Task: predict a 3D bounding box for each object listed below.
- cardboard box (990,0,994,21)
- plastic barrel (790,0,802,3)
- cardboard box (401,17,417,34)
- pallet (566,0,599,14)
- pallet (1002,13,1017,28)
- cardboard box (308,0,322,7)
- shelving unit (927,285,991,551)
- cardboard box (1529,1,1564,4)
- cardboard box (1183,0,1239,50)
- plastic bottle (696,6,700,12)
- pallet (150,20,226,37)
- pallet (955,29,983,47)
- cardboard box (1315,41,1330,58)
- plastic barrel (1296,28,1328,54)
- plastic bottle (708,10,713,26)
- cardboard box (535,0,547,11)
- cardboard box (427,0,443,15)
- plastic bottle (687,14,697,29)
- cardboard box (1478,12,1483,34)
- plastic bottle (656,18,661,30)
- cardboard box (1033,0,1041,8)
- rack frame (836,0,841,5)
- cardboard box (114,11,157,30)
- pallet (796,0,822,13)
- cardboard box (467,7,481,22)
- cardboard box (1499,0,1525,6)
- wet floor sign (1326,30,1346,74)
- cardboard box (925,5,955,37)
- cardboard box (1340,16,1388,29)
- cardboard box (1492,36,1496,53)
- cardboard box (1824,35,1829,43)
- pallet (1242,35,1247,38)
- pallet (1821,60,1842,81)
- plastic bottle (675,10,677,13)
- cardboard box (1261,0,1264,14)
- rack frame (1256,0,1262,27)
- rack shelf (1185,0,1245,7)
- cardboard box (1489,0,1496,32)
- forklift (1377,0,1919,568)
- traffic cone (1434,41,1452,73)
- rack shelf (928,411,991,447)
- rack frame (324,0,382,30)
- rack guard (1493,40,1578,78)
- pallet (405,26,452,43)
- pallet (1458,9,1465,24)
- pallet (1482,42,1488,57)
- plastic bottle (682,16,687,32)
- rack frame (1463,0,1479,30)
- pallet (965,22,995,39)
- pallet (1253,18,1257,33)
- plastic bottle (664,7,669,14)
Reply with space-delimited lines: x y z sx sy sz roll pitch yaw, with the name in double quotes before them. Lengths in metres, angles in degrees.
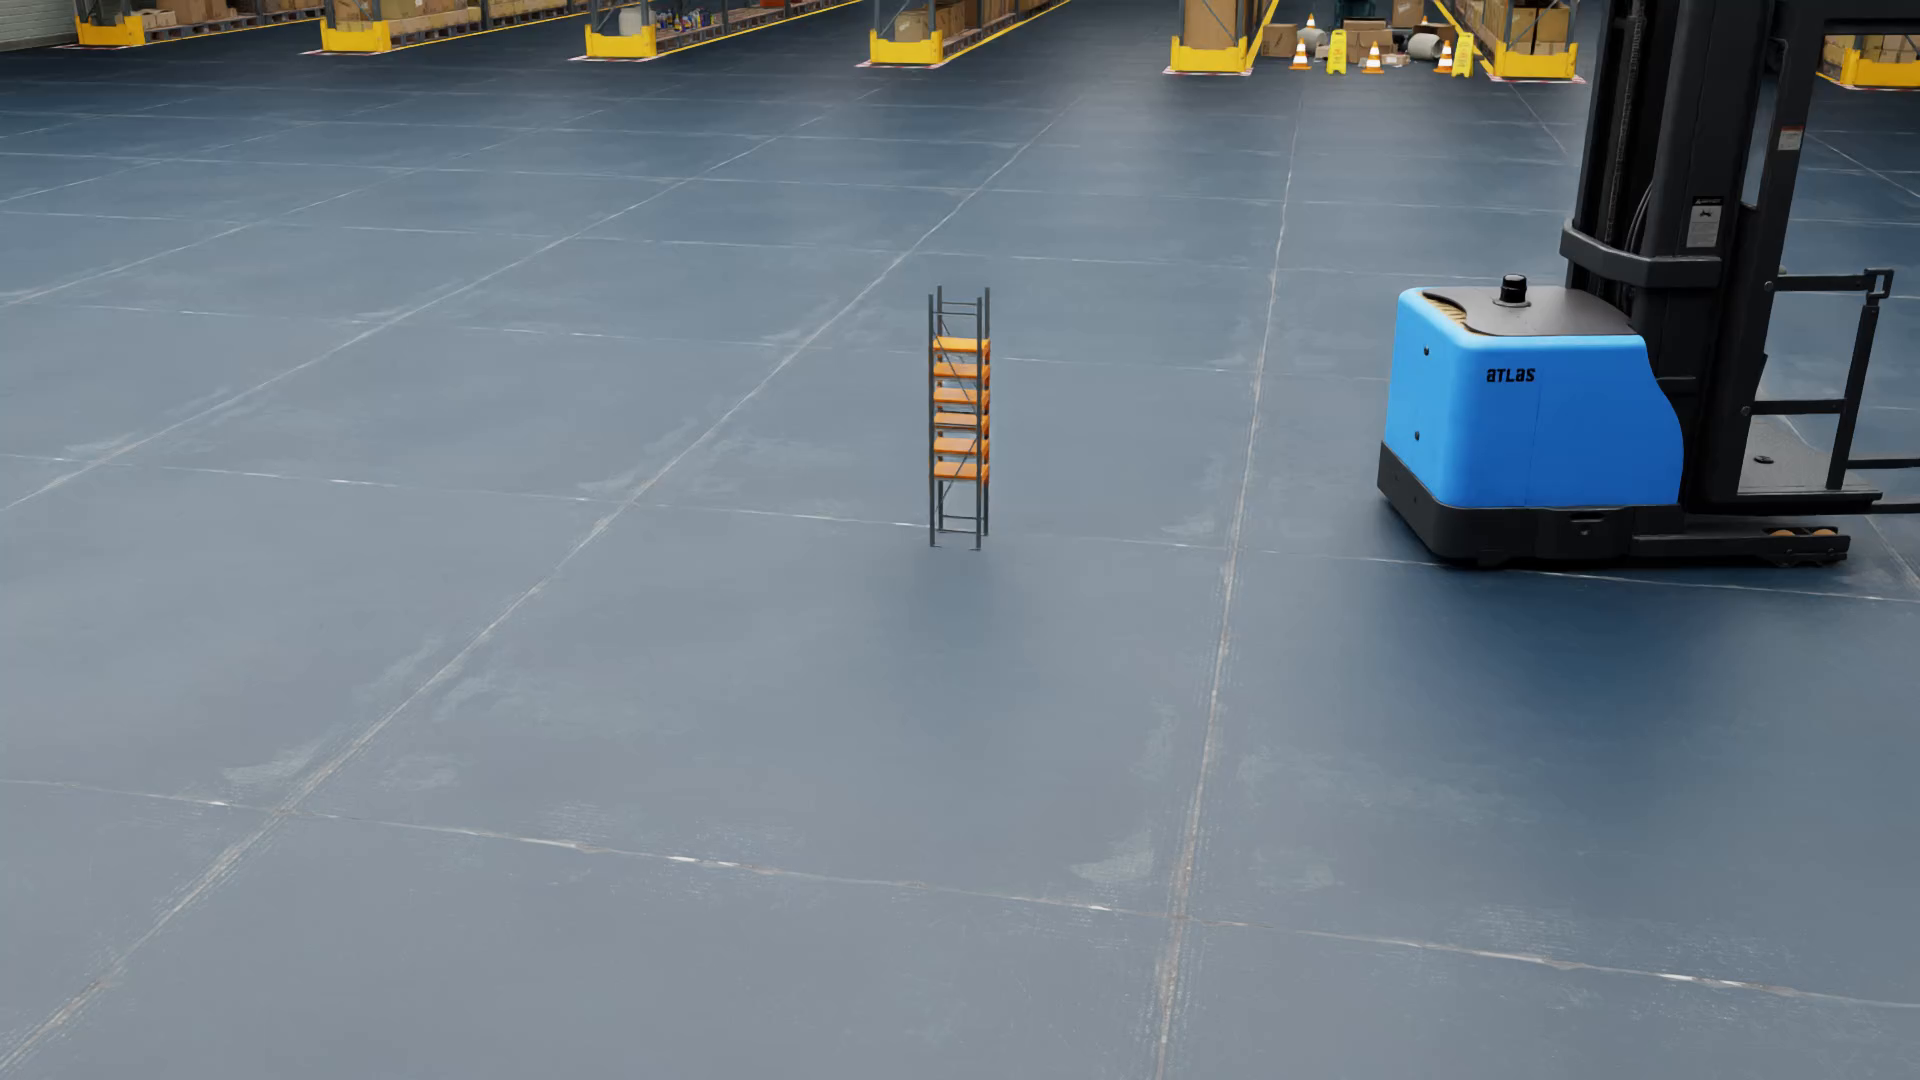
"cardboard box" 0.293 -10.373 32.350 0.700 0.500 0.500 3 22 6
"plastic barrel" -3.802 -12.237 36.889 0.600 0.588 0.708 4 22 11
"cardboard box" -10.171 -9.303 30.055 0.500 0.250 0.500 4 22 11
"pallet" -8.775 -11.924 37.177 1.003 0.211 1.213 4 22 11
"pallet" 0.572 -10.611 33.918 1.003 0.211 1.213 4 22 11
"cardboard box" -14.203 -11.737 35.738 0.700 0.500 0.500 4 22 11
"shelving unit" -0.003 -0.551 7.616 0.258 1.200 0.189 4 22 11
"cardboard box" 9.455 -8.433 26.893 0.500 0.500 0.500 5 22 12
"cardboard box" 4.009 -8.312 26.758 0.875 0.875 0.875 5 22 11
"plastic bottle" -4.922 -9.834 31.213 0.144 0.351 0.185 4 22 11
"pallet" -14.980 -9.871 32.080 1.003 0.211 1.213 4 22 11
"pallet" -0.186 -9.186 30.379 1.003 0.211 1.213 4 22 11
"cardboard box" 6.204 -8.275 28.045 0.396 0.266 0.258 8 23 20
"plastic barrel" 6.022 -8.586 28.605 0.421 0.421 0.512 -16 27 -35
"plastic bottle" -4.707 -9.848 31.338 0.061 0.283 0.133 6 23 14
"cardboard box" -9.040 -11.283 34.972 0.500 0.250 0.500 5 22 12
"cardboard box" -9.961 -10.016 30.822 0.500 0.500 0.500 4 22 11
"plastic bottle" -4.923 -9.541 30.585 0.152 0.276 0.135 5 22 12
"cardboard box" 9.723 -9.140 29.488 0.950 0.372 0.625 5 22 12
"plastic bottle" -5.539 -9.462 30.489 0.097 0.201 0.097 0 22 0
"cardboard box" 1.084 -11.976 35.856 1.225 0.875 0.875 5 22 11
"rack frame" -3.299 -14.031 38.677 1.000 3.000 0.127 4 22 11
"cardboard box" -15.217 -9.600 30.686 0.500 0.311 0.500 2 22 5
"pallet" -3.744 -12.011 37.394 1.003 0.211 1.213 4 22 11
"cardboard box" -9.661 -10.217 32.326 0.500 0.250 0.500 4 22 11
"cardboard box" 8.720 -8.529 26.263 0.380 0.149 0.250 5 22 12
"wet floor sign" 5.868 -7.596 25.850 0.267 0.644 0.232 1 22 2
"cardboard box" -0.363 -9.176 29.407 0.500 0.500 0.500 2 22 6
"cardboard box" 6.865 -8.592 28.332 0.797 0.637 0.503 4 22 11
"cardboard box" 8.817 -7.933 26.655 0.500 0.250 0.500 5 22 11
"cardboard box" 13.653 -7.858 25.799 0.500 0.250 0.500 4 22 10
"pallet" 4.520 -8.747 29.289 1.003 0.211 1.213 4 22 11
"pallet" 13.777 -7.122 25.254 1.003 0.211 1.213 4 22 11
"plastic bottle" -5.361 -9.838 31.312 0.061 0.283 0.133 4 22 11
"cardboard box" 5.962 -11.050 34.059 0.500 0.500 0.500 4 22 9
"rack frame" 5.568 -11.775 33.076 1.000 3.000 0.127 4 22 11
"rack shelf" 4.344 -9.247 27.762 1.077 0.370 4.000 4 22 11
"cardboard box" 9.028 -8.658 27.450 0.500 0.500 0.500 6 23 14
"forklift" 3.625 -1.432 7.487 3.031 2.935 1.130 -1 22 -3
"traffic cone" 7.627 -7.588 26.075 0.336 0.463 0.334 4 22 11
"rack shelf" -0.003 -0.510 7.633 0.258 0.103 0.180 4 22 11
"rack frame" -10.596 -10.021 28.721 1.000 3.000 0.127 4 22 11
"rack guard" 8.818 -7.377 25.502 1.175 0.500 0.348 4 22 11
"pallet" -10.230 -9.455 31.048 1.003 0.211 1.213 4 22 11
"pallet" 10.920 -10.869 34.558 1.003 0.211 1.213 4 22 11
"pallet" 9.516 -8.430 28.503 1.003 0.211 1.213 4 22 11
"plastic bottle" -5.003 -9.345 30.106 0.097 0.271 0.097 0 22 0
"rack frame" 10.435 -11.435 32.231 1.000 3.000 0.127 4 22 11
"pallet" 0.074 -9.719 31.703 1.003 0.211 1.213 4 22 11
"pallet" 5.333 -10.199 32.895 1.003 0.211 1.213 4 22 11
"plastic bottle" -5.503 -9.817 31.170 0.144 0.351 0.185 5 22 12
